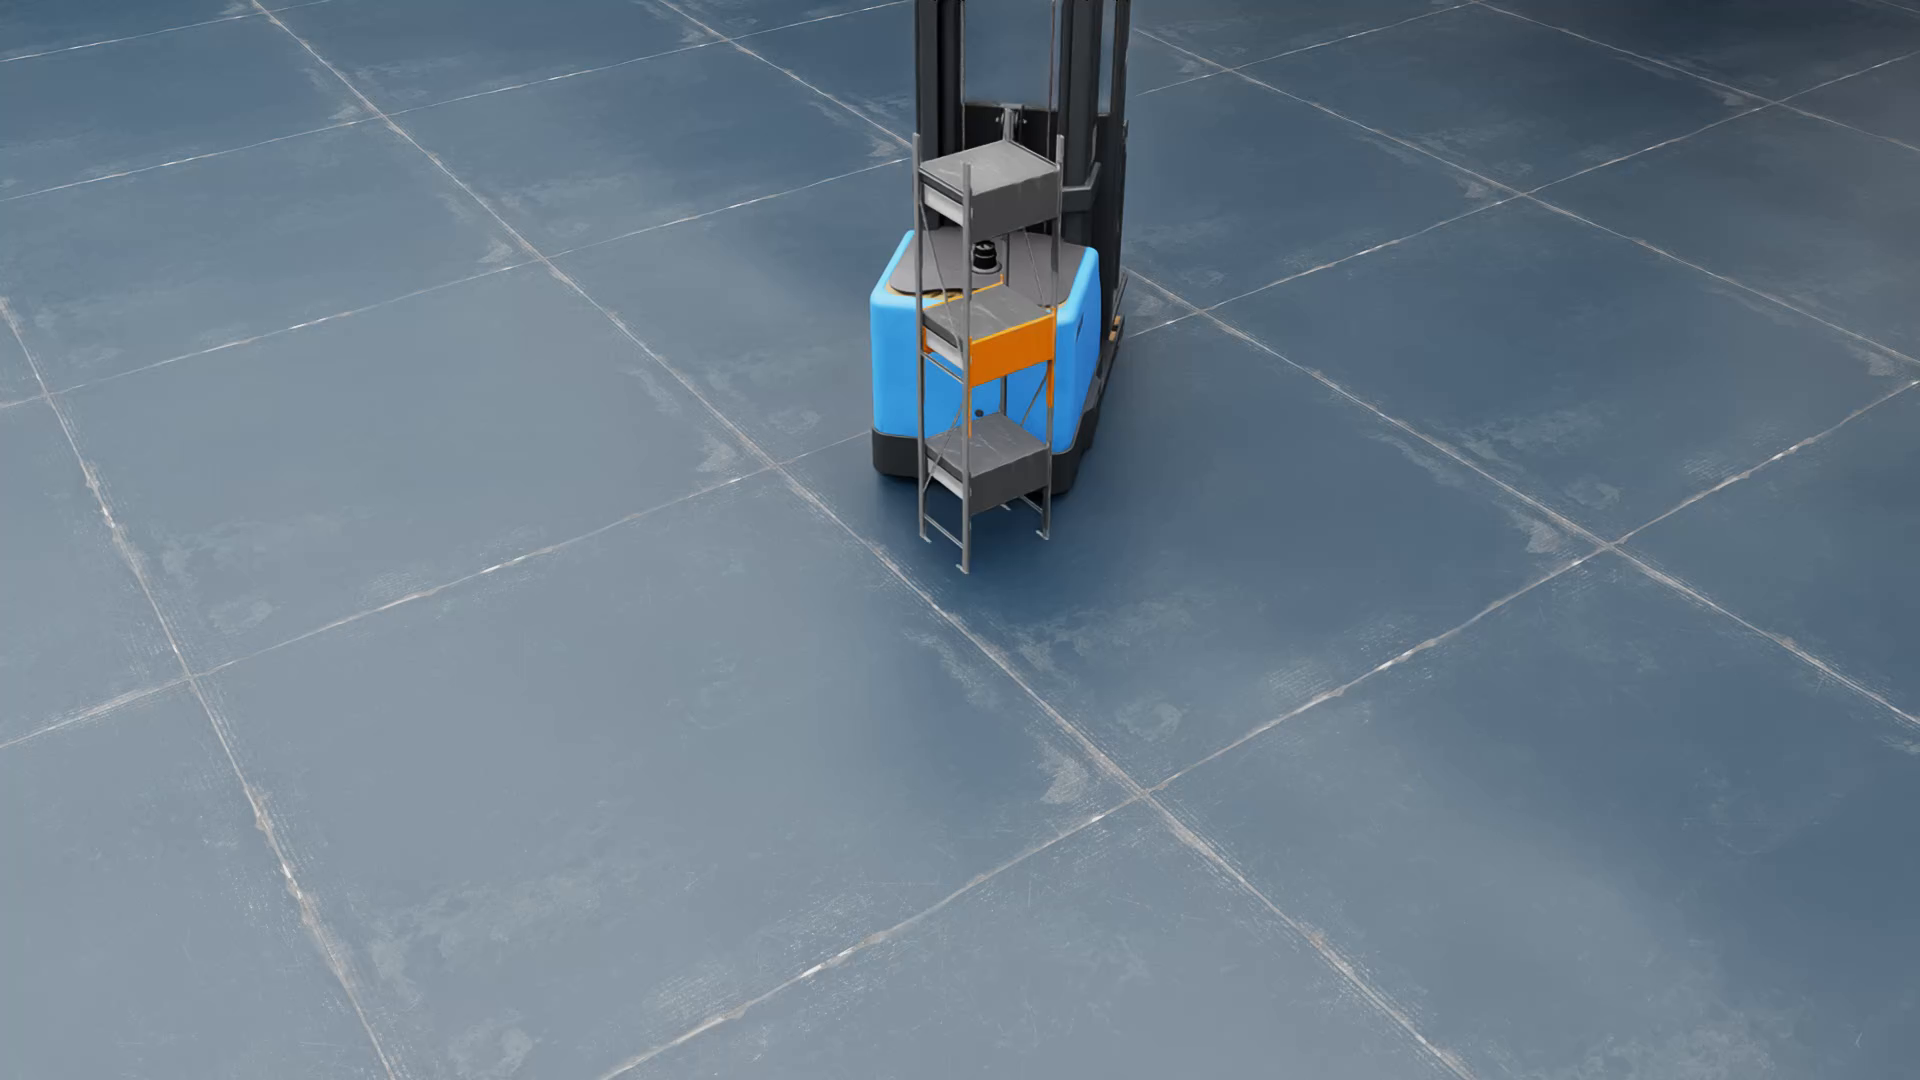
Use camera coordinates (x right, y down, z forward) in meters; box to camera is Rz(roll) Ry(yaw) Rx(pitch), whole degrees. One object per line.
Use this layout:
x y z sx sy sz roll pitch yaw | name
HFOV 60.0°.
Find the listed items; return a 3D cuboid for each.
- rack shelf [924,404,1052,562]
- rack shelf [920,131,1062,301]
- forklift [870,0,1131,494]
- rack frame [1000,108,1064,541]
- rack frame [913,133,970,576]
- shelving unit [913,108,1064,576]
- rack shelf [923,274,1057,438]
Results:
0.120 -0.281 8.065 0.480 0.518 0.431 -23 41 -28 | rack shelf
0.120 -1.418 7.247 0.480 0.518 0.431 -23 41 -28 | rack shelf
0.363 -2.282 8.913 1.130 2.935 3.031 7 36 10 | forklift
0.318 -0.943 7.763 0.015 2.100 0.400 -23 41 -28 | rack frame
-0.079 -0.778 7.533 0.015 2.100 0.400 -23 41 -28 | rack frame
0.120 -0.860 7.648 0.503 2.100 0.431 -23 41 -28 | shelving unit
0.120 -0.849 7.656 0.480 0.518 0.431 -23 41 -28 | rack shelf
